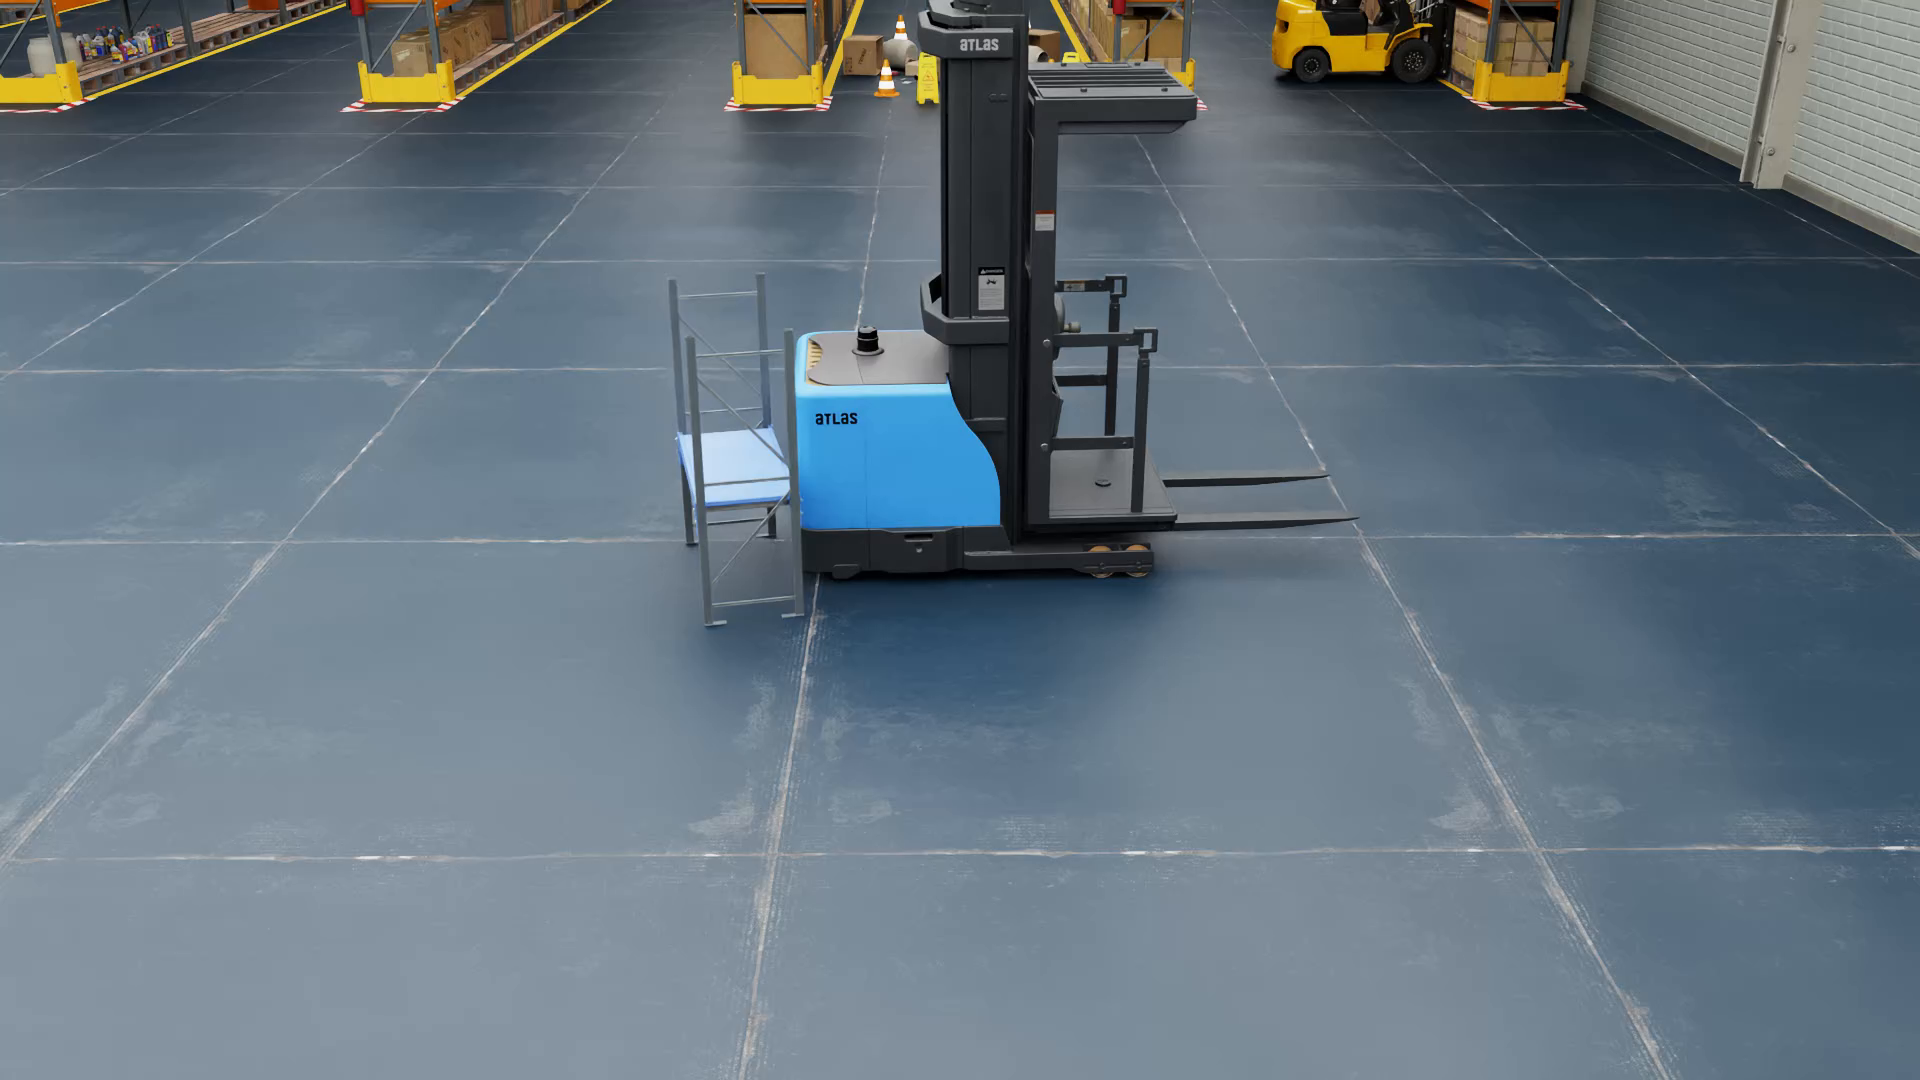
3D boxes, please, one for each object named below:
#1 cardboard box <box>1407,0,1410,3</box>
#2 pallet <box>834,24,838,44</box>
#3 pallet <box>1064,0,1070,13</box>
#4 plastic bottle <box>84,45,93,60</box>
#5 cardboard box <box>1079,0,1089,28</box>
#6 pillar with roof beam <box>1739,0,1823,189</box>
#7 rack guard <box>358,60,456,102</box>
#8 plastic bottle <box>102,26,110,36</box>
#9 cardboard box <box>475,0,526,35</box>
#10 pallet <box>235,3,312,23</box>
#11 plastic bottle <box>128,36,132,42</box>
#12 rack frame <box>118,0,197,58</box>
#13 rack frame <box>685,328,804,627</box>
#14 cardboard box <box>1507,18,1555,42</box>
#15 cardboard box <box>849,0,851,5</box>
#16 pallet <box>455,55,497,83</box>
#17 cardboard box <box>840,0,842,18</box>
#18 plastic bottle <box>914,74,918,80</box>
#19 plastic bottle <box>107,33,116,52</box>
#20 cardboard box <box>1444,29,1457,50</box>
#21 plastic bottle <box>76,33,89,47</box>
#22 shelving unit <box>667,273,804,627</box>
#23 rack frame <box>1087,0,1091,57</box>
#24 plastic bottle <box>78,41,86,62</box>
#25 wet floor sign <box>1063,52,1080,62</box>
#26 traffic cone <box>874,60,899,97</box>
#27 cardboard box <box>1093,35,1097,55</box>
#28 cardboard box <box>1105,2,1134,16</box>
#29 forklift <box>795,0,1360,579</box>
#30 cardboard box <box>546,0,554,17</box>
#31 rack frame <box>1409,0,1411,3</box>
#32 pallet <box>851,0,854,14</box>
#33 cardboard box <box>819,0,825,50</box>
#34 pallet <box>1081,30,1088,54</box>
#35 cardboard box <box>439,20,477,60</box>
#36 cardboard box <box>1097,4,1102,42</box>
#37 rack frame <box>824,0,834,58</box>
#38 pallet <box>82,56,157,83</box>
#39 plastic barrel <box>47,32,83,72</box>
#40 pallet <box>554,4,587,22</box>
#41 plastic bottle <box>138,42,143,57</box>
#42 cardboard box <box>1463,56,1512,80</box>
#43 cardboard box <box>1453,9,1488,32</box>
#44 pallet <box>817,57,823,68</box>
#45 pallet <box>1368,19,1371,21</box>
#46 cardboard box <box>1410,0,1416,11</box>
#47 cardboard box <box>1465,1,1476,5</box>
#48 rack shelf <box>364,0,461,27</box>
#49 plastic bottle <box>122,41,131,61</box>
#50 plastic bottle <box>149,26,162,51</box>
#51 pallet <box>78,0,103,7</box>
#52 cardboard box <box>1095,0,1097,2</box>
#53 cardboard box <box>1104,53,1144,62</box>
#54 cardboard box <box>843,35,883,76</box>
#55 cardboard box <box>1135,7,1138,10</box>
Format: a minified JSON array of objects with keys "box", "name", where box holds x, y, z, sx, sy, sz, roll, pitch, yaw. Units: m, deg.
[{"box":[7.440,-8.273,26.274,0.875,0.625,0.625,1,24,2],"name":"cardboard box"},{"box":[-2.555,-8.412,27.593,1.003,0.211,1.213,0,24,-1],"name":"pallet"},{"box":[2.507,-10.129,31.390,1.003,0.211,1.213,0,24,-1],"name":"pallet"},{"box":[-12.635,-7.059,24.080,0.097,0.201,0.097,0,24,0],"name":"plastic bottle"},{"box":[2.465,-8.718,27.564,0.950,0.372,0.625,1,24,1],"name":"cardboard box"},{"box":[4.155,-7.833,15.649,9.100,9.000,0.400,0,24,-1],"name":"pillar with roof beam"},{"box":[-7.373,-6.124,22.184,1.175,0.500,0.348,0,24,-1],"name":"rack guard"},{"box":[-12.774,-7.517,24.911,0.144,0.351,0.185,0,24,1],"name":"plastic bottle"},{"box":[-7.387,-8.391,26.663,0.700,0.500,0.500,0,24,-1],"name":"cardboard box"},{"box":[-12.462,-9.560,30.132,1.003,0.211,1.213,0,24,-1],"name":"pallet"},{"box":[-12.176,-7.277,24.462,0.061,0.283,0.133,0,24,-1],"name":"plastic bottle"},{"box":[-12.368,-8.858,25.195,1.000,3.000,0.127,0,24,-1],"name":"rack frame"},{"box":[-1.030,-0.280,8.047,0.500,1.500,0.032,-5,25,-12],"name":"rack frame"},{"box":[7.685,-6.893,22.465,0.500,0.250,0.500,-1,24,-1],"name":"cardboard box"},{"box":[-2.260,-10.061,30.380,0.500,0.500,0.500,0,24,0],"name":"cardboard box"},{"box":[-7.357,-6.829,24.093,1.003,0.211,1.213,0,24,-1],"name":"pallet"},{"box":[-2.582,-9.424,28.667,1.050,0.750,0.750,-1,24,-1],"name":"cardboard box"},{"box":[-0.570,-6.638,23.852,0.133,0.061,0.283,-9,26,-19],"name":"plastic bottle"},{"box":[-12.652,-7.422,24.796,0.097,0.271,0.097,0,24,0],"name":"plastic bottle"},{"box":[7.162,-7.085,23.496,0.500,0.250,0.500,-1,24,-2],"name":"cardboard box"},{"box":[-12.766,-7.187,24.182,0.144,0.351,0.185,1,24,2],"name":"plastic bottle"},{"box":[-1.150,-0.484,8.498,0.538,1.500,1.048,-5,25,-12],"name":"shelving unit"},{"box":[2.494,-8.925,25.343,1.000,3.000,0.127,0,24,-1],"name":"rack frame"},{"box":[-12.652,-7.032,23.920,0.061,0.283,0.133,0,24,-1],"name":"plastic bottle"},{"box":[1.470,-6.121,22.000,0.267,0.644,0.232,8,26,18],"name":"wet floor sign"},{"box":[-0.997,-6.282,22.578,0.336,0.463,0.334,0,24,-1],"name":"traffic cone"},{"box":[2.248,-7.399,24.796,0.500,0.250,0.500,1,24,2],"name":"cardboard box"},{"box":[2.197,-7.332,22.951,0.380,0.149,0.250,0,24,1],"name":"cardboard box"},{"box":[0.629,-1.352,8.682,3.031,2.935,1.130,-1,24,-3],"name":"forklift"},{"box":[-7.432,-9.314,28.703,0.700,0.500,0.500,-2,24,-3],"name":"cardboard box"},{"box":[7.457,-8.949,25.396,1.000,3.000,0.127,0,24,-1],"name":"rack frame"},{"box":[-2.516,-10.062,31.241,1.003,0.211,1.213,0,24,-1],"name":"pallet"},{"box":[-2.518,-7.825,24.979,0.875,0.875,0.875,0,24,0],"name":"cardboard box"},{"box":[2.484,-7.975,26.627,1.003,0.211,1.213,0,24,-1],"name":"pallet"},{"box":[-7.352,-7.276,24.221,0.500,0.500,0.500,-2,24,-5],"name":"cardboard box"},{"box":[2.252,-7.526,24.168,0.500,0.500,0.500,1,24,2],"name":"cardboard box"},{"box":[-2.455,-8.861,25.202,1.000,3.000,0.127,0,24,-1],"name":"rack frame"},{"box":[-12.386,-6.806,24.043,1.003,0.211,1.213,0,24,-1],"name":"pallet"},{"box":[-12.414,-6.745,23.032,0.421,0.512,0.421,0,24,0],"name":"plastic barrel"},{"box":[-7.392,-9.583,30.182,1.003,0.211,1.213,0,24,-1],"name":"pallet"},{"box":[-12.041,-7.192,24.373,0.097,0.201,0.097,0,24,0],"name":"plastic bottle"},{"box":[7.180,-6.431,22.656,0.500,0.250,0.500,0,24,0],"name":"cardboard box"},{"box":[7.157,-7.301,23.366,0.500,0.250,0.500,0,24,0],"name":"cardboard box"},{"box":[-2.508,-6.773,23.968,1.003,0.211,1.213,0,24,-1],"name":"pallet"},{"box":[7.384,-8.987,28.864,1.003,0.211,1.213,0,24,-1],"name":"pallet"},{"box":[7.149,-8.142,25.226,0.500,0.250,0.500,-1,24,-1],"name":"cardboard box"},{"box":[7.669,-7.723,24.301,0.500,0.250,0.500,0,24,0],"name":"cardboard box"},{"box":[-7.394,-7.728,23.570,1.077,0.370,4.000,0,24,-1],"name":"rack shelf"},{"box":[-12.036,-7.057,23.990,0.097,0.271,0.097,0,24,0],"name":"plastic bottle"},{"box":[-12.071,-7.508,24.892,0.144,0.351,0.185,-1,24,-3],"name":"plastic bottle"},{"box":[-17.362,-10.528,32.272,1.003,0.211,1.213,0,24,-1],"name":"pallet"},{"box":[2.179,-7.993,24.412,0.380,0.149,0.250,1,24,1],"name":"cardboard box"},{"box":[2.259,-6.557,22.934,0.500,0.250,0.500,0,24,-1],"name":"cardboard box"},{"box":[-1.412,-7.088,24.312,0.500,0.500,0.500,4,25,9],"name":"cardboard box"},{"box":[2.783,-7.542,24.204,0.500,0.500,0.500,1,24,2],"name":"cardboard box"}]
